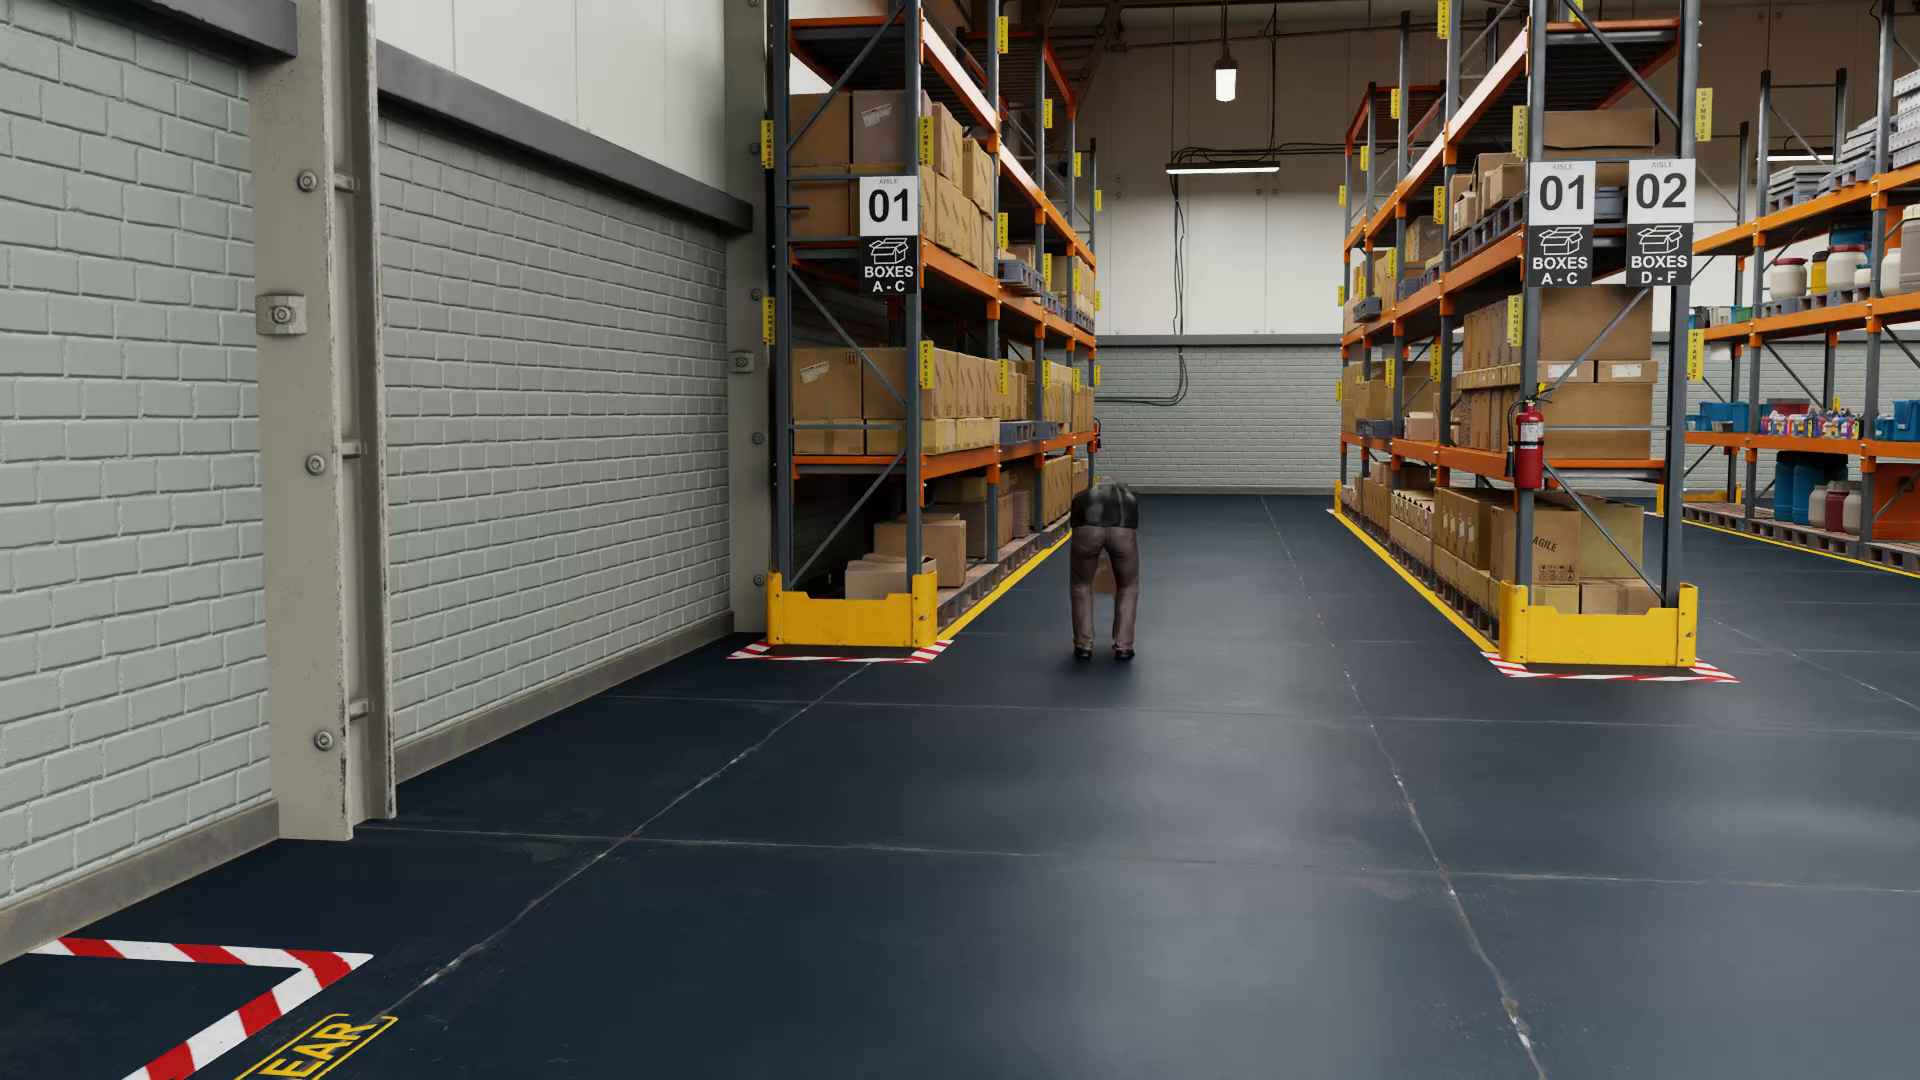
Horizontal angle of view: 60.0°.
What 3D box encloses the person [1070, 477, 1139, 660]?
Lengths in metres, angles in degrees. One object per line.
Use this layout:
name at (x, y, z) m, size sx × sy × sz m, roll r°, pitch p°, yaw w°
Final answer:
person at (0.969, 0.173, 11.141) m, size 0.464 × 1.172 × 0.948 m, roll 1°, pitch 4°, yaw 7°
